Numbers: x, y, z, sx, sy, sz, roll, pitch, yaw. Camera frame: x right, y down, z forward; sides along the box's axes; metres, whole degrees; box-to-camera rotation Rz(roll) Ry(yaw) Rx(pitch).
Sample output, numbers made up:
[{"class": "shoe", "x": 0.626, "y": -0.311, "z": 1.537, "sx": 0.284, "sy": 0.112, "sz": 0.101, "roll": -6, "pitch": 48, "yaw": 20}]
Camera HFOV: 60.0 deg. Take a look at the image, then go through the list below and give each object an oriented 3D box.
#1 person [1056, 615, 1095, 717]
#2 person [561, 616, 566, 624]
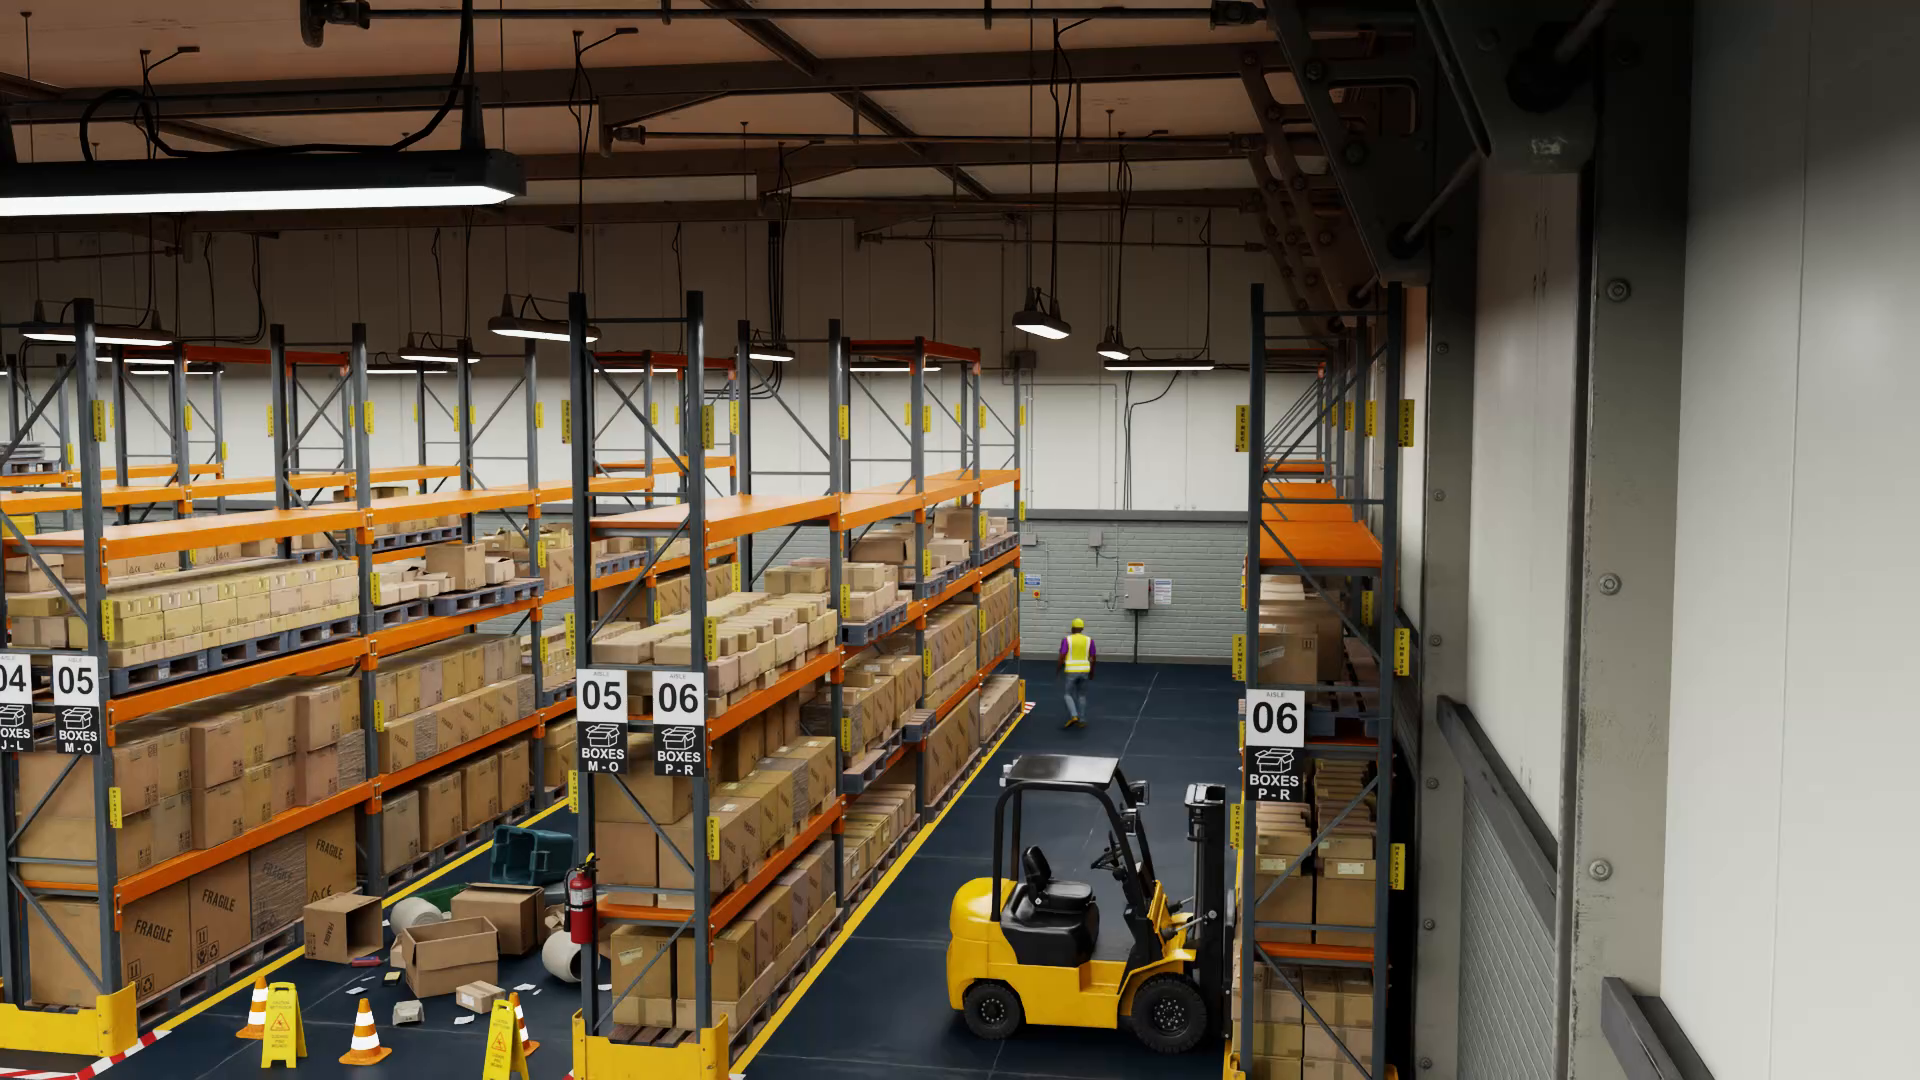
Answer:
[{"class": "person", "x": 1.879, "y": 2.029, "z": 26.864, "sx": 0.679, "sy": 1.627, "sz": 0.642, "roll": -2, "pitch": 5, "yaw": -23}, {"class": "person", "x": -6.427, "y": 2.097, "z": 27.391, "sx": 0.631, "sy": 1.759, "sz": 0.587, "roll": -1, "pitch": 5, "yaw": -9}]
